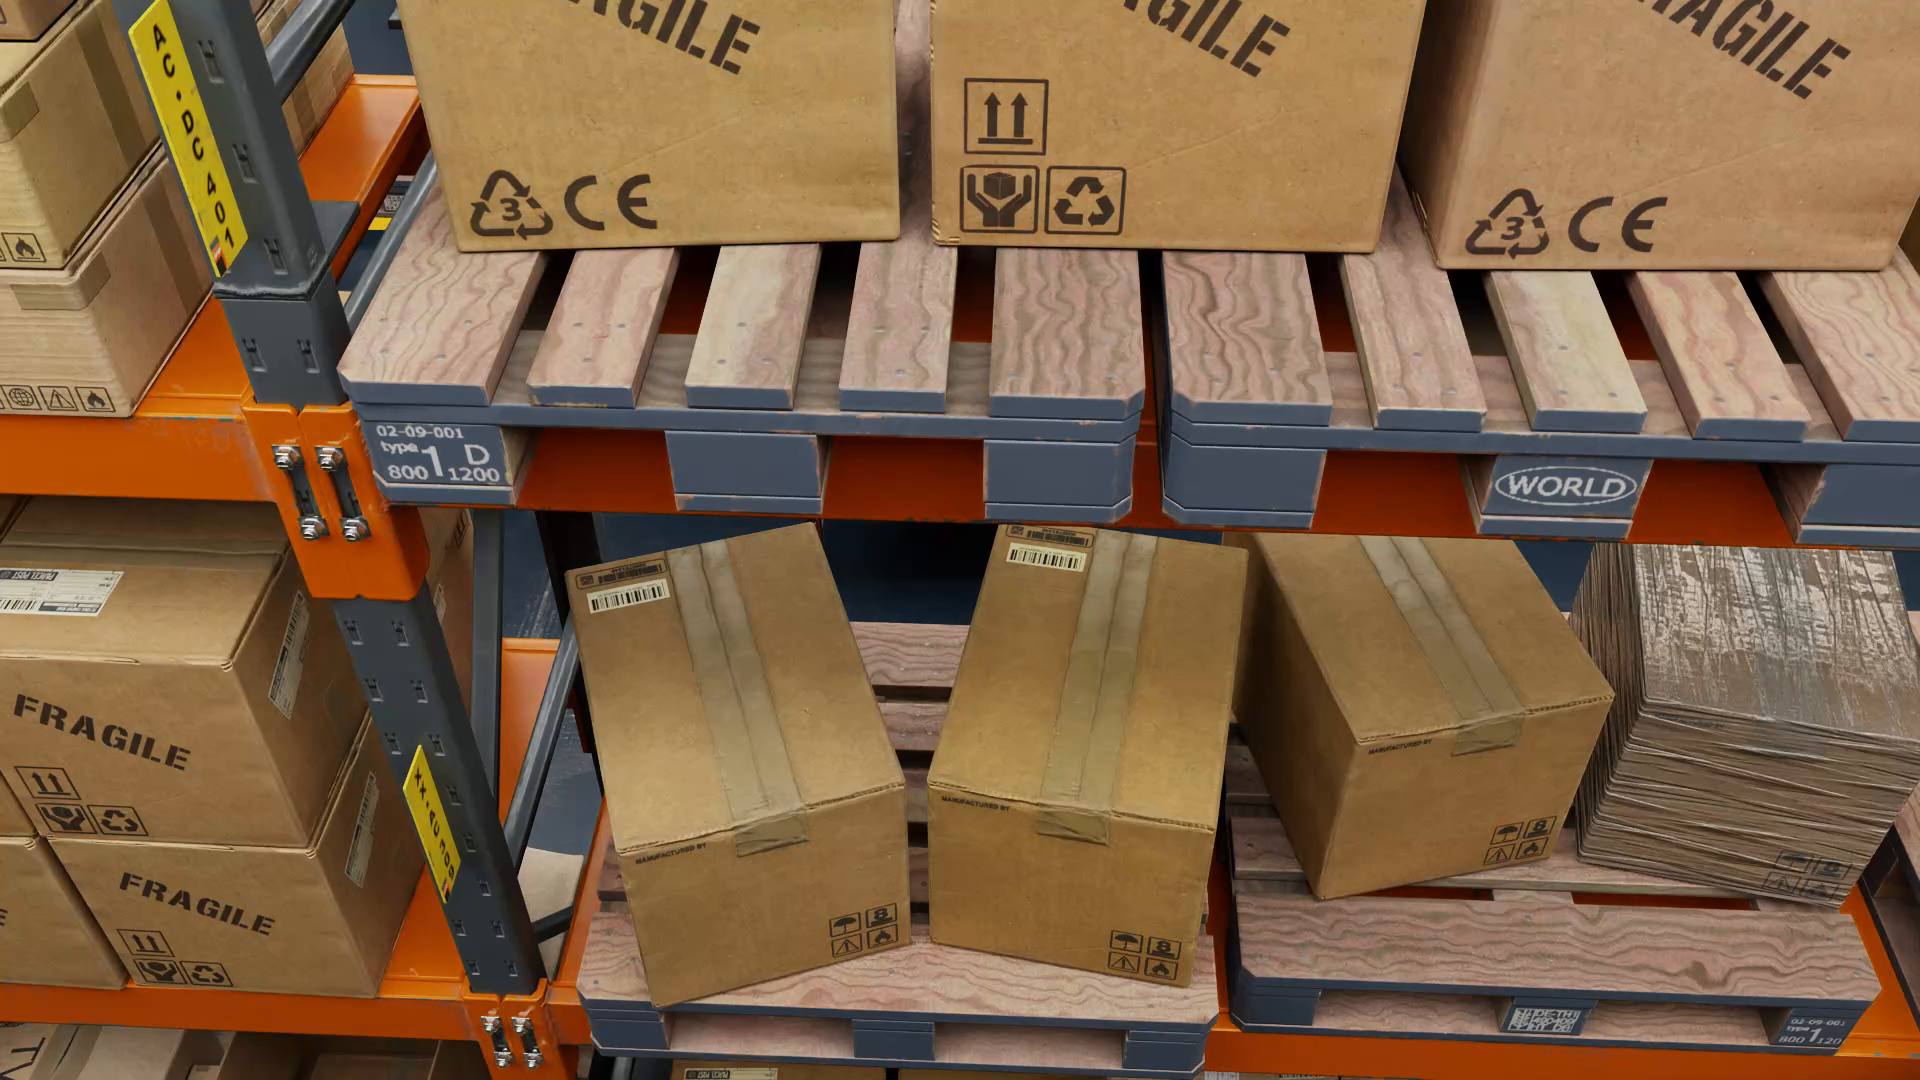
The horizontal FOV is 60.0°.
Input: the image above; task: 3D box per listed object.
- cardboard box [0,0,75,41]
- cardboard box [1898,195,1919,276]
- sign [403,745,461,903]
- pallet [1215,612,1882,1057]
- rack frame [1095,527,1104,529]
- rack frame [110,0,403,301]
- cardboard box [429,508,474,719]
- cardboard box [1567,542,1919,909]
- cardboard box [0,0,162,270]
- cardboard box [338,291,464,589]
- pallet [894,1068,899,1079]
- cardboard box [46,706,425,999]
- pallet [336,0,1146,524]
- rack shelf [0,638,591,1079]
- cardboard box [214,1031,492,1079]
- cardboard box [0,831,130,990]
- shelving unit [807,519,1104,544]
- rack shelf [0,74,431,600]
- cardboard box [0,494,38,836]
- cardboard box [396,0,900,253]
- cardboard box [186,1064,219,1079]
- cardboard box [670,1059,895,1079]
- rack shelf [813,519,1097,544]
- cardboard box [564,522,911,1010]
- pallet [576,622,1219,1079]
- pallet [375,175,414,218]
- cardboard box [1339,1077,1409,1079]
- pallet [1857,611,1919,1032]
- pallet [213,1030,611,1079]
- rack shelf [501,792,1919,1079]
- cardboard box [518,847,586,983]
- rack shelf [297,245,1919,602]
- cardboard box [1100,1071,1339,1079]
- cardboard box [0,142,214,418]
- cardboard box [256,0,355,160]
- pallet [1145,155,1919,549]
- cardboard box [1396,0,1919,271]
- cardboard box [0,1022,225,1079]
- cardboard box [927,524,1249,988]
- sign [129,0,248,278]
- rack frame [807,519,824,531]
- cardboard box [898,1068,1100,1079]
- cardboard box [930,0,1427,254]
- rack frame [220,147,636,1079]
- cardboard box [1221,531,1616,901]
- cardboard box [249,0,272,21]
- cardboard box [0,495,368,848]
[{"bbox_3d":[-1.383,-1.047,2.166,0.500,0.500,0.700,2,43,2],"label":"cardboard box"},{"bbox_3d":[1.634,-0.592,2.411,0.500,0.500,0.910,2,43,2],"label":"cardboard box"},{"bbox_3d":[-0.913,0.494,2.884,0.005,0.325,0.100,2,43,2],"label":"sign"},{"bbox_3d":[1.157,0.578,3.570,1.213,0.211,1.003,2,43,2],"label":"pallet"},{"bbox_3d":[0.501,-0.396,5.850,0.032,1.125,0.500,2,43,2],"label":"rack frame"},{"bbox_3d":[-0.896,-1.754,1.531,0.127,3.000,1.000,2,43,2],"label":"rack frame"},{"bbox_3d":[-1.393,0.204,3.757,0.500,0.500,0.500,3,43,3],"label":"cardboard box"},{"bbox_3d":[1.561,0.273,3.375,0.500,0.500,0.700,9,44,10],"label":"cardboard box"},{"bbox_3d":[-1.394,-0.614,2.251,0.500,0.250,0.500,2,43,2],"label":"cardboard box"},{"bbox_3d":[-1.354,-0.167,3.422,0.500,0.500,0.500,3,43,3],"label":"cardboard box"},{"bbox_3d":[-0.082,1.461,4.527,1.213,0.211,1.003,2,43,2],"label":"pallet"},{"bbox_3d":[-1.407,0.564,3.370,0.500,0.500,0.500,2,43,3],"label":"cardboard box"},{"bbox_3d":[-0.248,-0.519,2.544,1.003,0.211,1.213,2,43,2],"label":"pallet"},{"bbox_3d":[-2.894,0.643,3.887,4.000,0.370,1.077,2,43,2],"label":"rack shelf"},{"bbox_3d":[-1.478,1.371,4.089,0.500,0.500,0.500,2,43,2],"label":"cardboard box"},{"bbox_3d":[-1.922,0.549,3.386,0.500,0.500,0.500,3,43,3],"label":"cardboard box"},{"bbox_3d":[-0.007,-0.412,5.867,1.048,1.125,0.538,2,43,2],"label":"shelving unit"},{"bbox_3d":[-2.894,-0.454,2.864,4.000,0.370,1.077,2,43,2],"label":"rack shelf"},{"bbox_3d":[-1.925,0.186,3.043,0.500,0.500,0.500,1,43,1],"label":"cardboard box"},{"bbox_3d":[-0.396,-0.817,2.271,0.600,0.600,0.600,-2,43,-2],"label":"cardboard box"},{"bbox_3d":[-1.855,1.529,4.177,0.250,0.149,0.380,2,43,2],"label":"cardboard box"},{"bbox_3d":[-0.424,1.376,4.084,0.500,0.500,0.500,0,43,0],"label":"cardboard box"},{"bbox_3d":[-0.007,-0.233,6.033,1.000,0.278,0.538,2,43,2],"label":"rack shelf"},{"bbox_3d":[-0.433,0.418,3.219,0.500,0.500,0.700,-12,44,-12],"label":"cardboard box"},{"bbox_3d":[-0.103,0.611,3.535,1.213,0.211,1.003,2,43,2],"label":"pallet"},{"bbox_3d":[-2.627,-1.943,8.181,1.213,0.211,1.003,2,43,2],"label":"pallet"},{"bbox_3d":[1.076,1.147,3.779,0.500,0.250,0.500,1,43,1],"label":"cardboard box"},{"bbox_3d":[2.420,0.661,3.480,1.003,0.211,1.213,2,43,2],"label":"pallet"},{"bbox_3d":[-1.582,1.440,4.549,1.213,0.211,1.003,2,43,2],"label":"pallet"},{"bbox_3d":[1.102,0.766,3.755,4.000,0.370,1.077,2,43,2],"label":"rack shelf"},{"bbox_3d":[-1.305,1.104,4.514,0.500,0.311,0.500,2,43,2],"label":"cardboard box"},{"bbox_3d":[1.102,-0.331,2.732,4.000,0.370,1.077,2,43,2],"label":"rack shelf"},{"bbox_3d":[0.575,1.132,3.795,0.500,0.250,0.500,2,43,2],"label":"cardboard box"},{"bbox_3d":[-1.394,-0.435,2.426,0.500,0.250,0.500,2,43,2],"label":"cardboard box"},{"bbox_3d":[-1.371,-0.785,2.801,0.500,0.250,0.500,2,43,2],"label":"cardboard box"},{"bbox_3d":[0.789,-0.490,2.512,1.003,0.211,1.213,2,43,2],"label":"pallet"},{"bbox_3d":[0.937,-0.778,2.229,0.600,0.600,0.600,0,43,0],"label":"cardboard box"},{"bbox_3d":[-2.227,1.417,4.178,0.500,0.311,0.500,2,43,2],"label":"cardboard box"},{"bbox_3d":[0.257,0.396,3.243,0.500,0.500,0.700,8,44,9],"label":"cardboard box"},{"bbox_3d":[-0.913,-0.476,1.980,0.005,0.325,0.100,2,43,2],"label":"sign"},{"bbox_3d":[-0.515,-0.427,5.884,0.032,1.125,0.500,2,43,2],"label":"rack frame"},{"bbox_3d":[0.110,1.385,4.074,0.500,0.500,0.500,2,43,2],"label":"cardboard box"},{"bbox_3d":[0.273,-0.812,2.266,0.600,0.600,0.600,1,43,1],"label":"cardboard box"},{"bbox_3d":[-0.896,0.441,3.575,0.127,3.000,1.000,2,43,2],"label":"rack frame"},{"bbox_3d":[0.872,0.263,3.385,0.500,0.500,0.700,-8,44,-9],"label":"cardboard box"},{"bbox_3d":[-1.370,-0.968,2.631,0.500,0.250,0.500,2,43,2],"label":"cardboard box"},{"bbox_3d":[-1.413,0.200,3.028,0.500,0.500,0.500,2,43,2],"label":"cardboard box"}]
